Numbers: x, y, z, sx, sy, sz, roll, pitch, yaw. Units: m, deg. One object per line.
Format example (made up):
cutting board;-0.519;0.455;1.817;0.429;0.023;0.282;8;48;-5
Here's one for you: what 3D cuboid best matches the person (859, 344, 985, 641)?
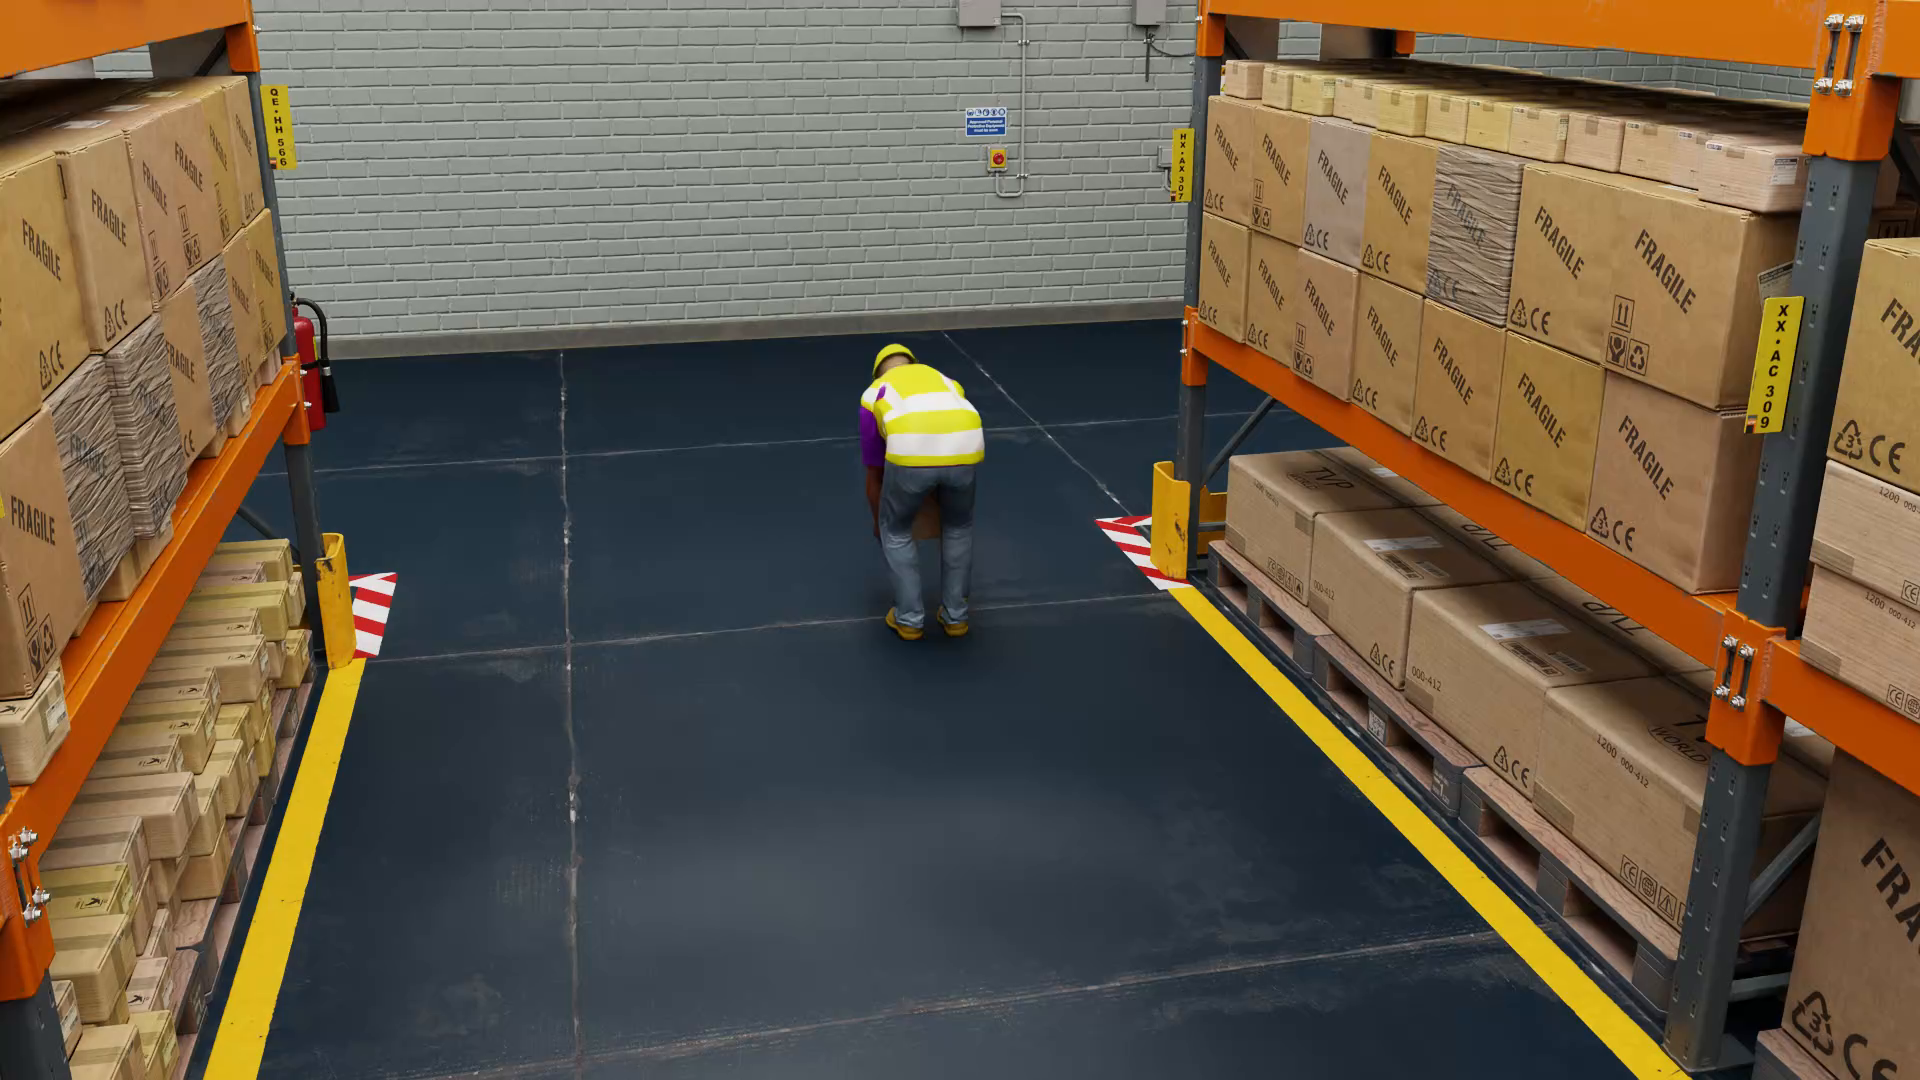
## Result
person;-0.205;-0.220;7.512;0.474;1.191;0.967;-5;20;-14
